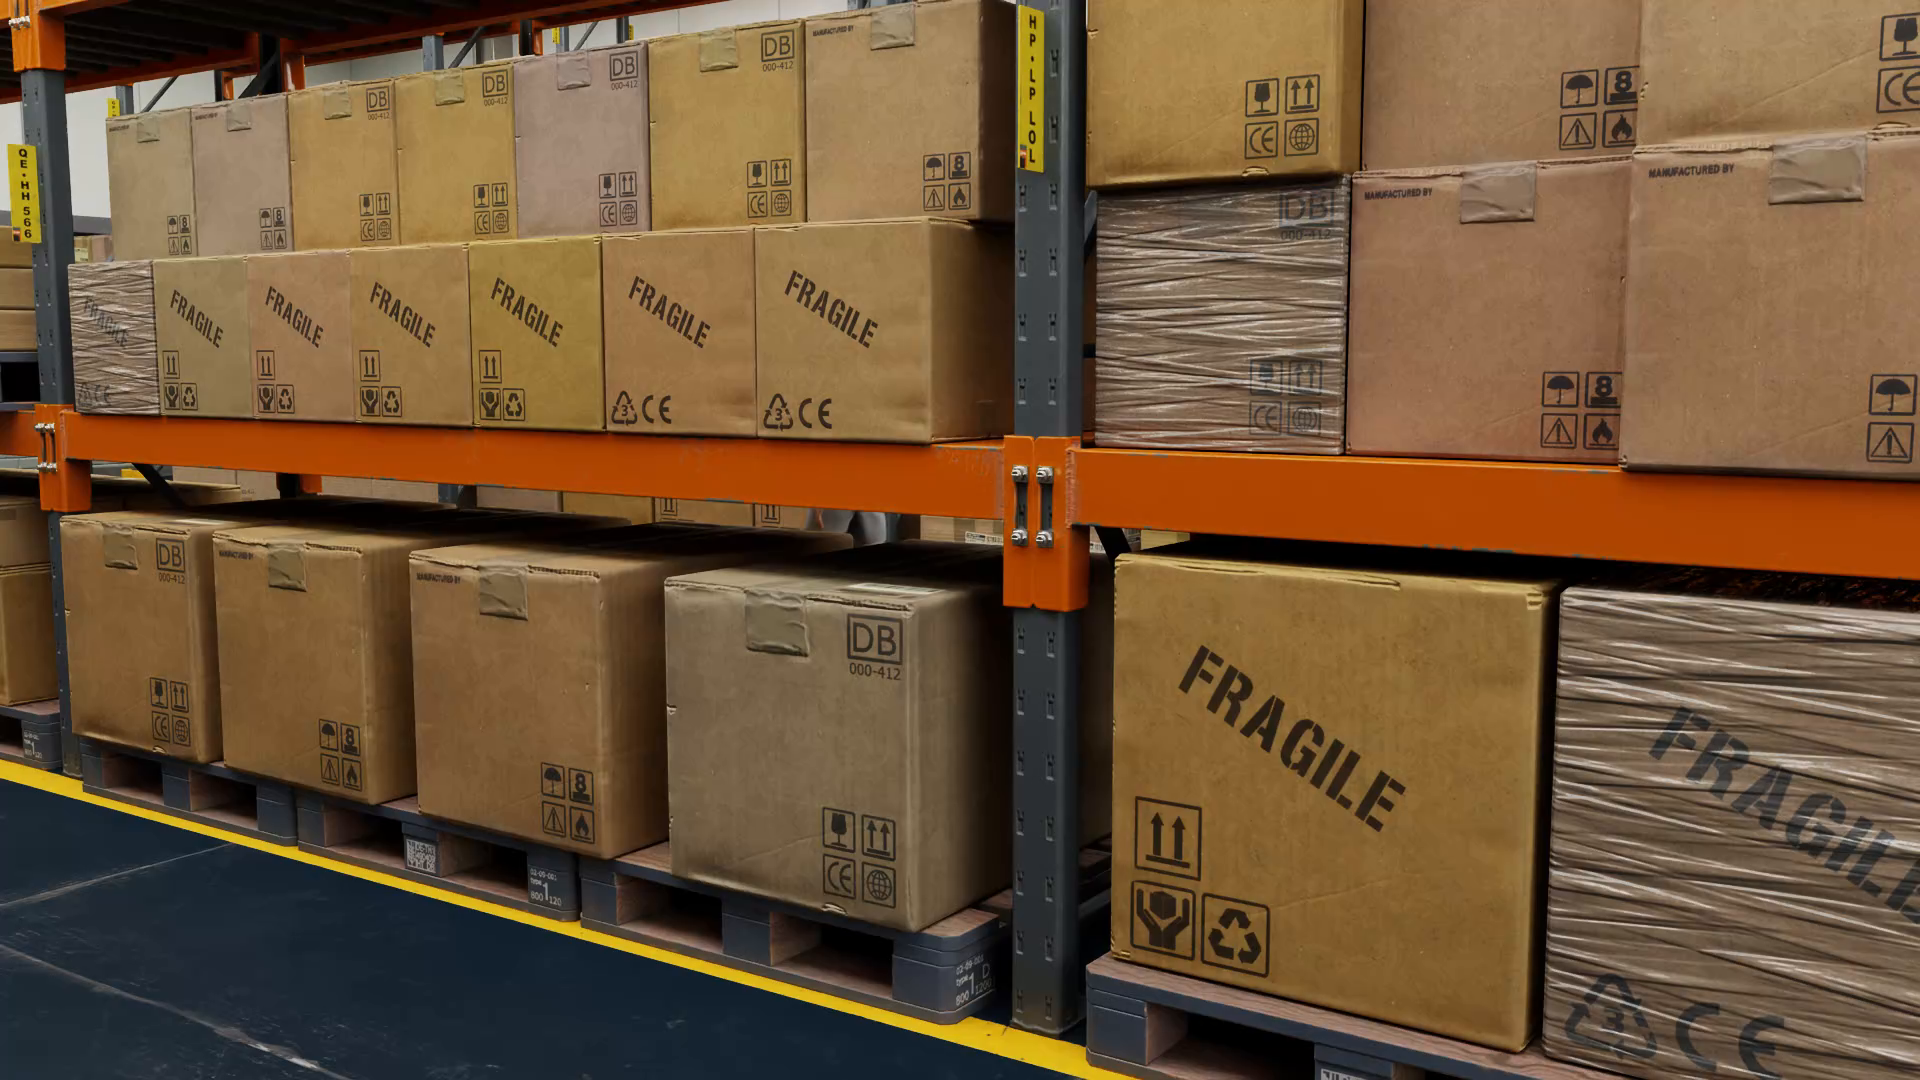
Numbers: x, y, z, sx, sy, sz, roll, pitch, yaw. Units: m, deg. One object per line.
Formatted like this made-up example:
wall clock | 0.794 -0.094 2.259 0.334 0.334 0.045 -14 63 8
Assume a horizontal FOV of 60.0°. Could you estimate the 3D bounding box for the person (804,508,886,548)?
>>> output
person | -0.562 -0.212 7.744 0.762 1.661 0.474 5 8 39
